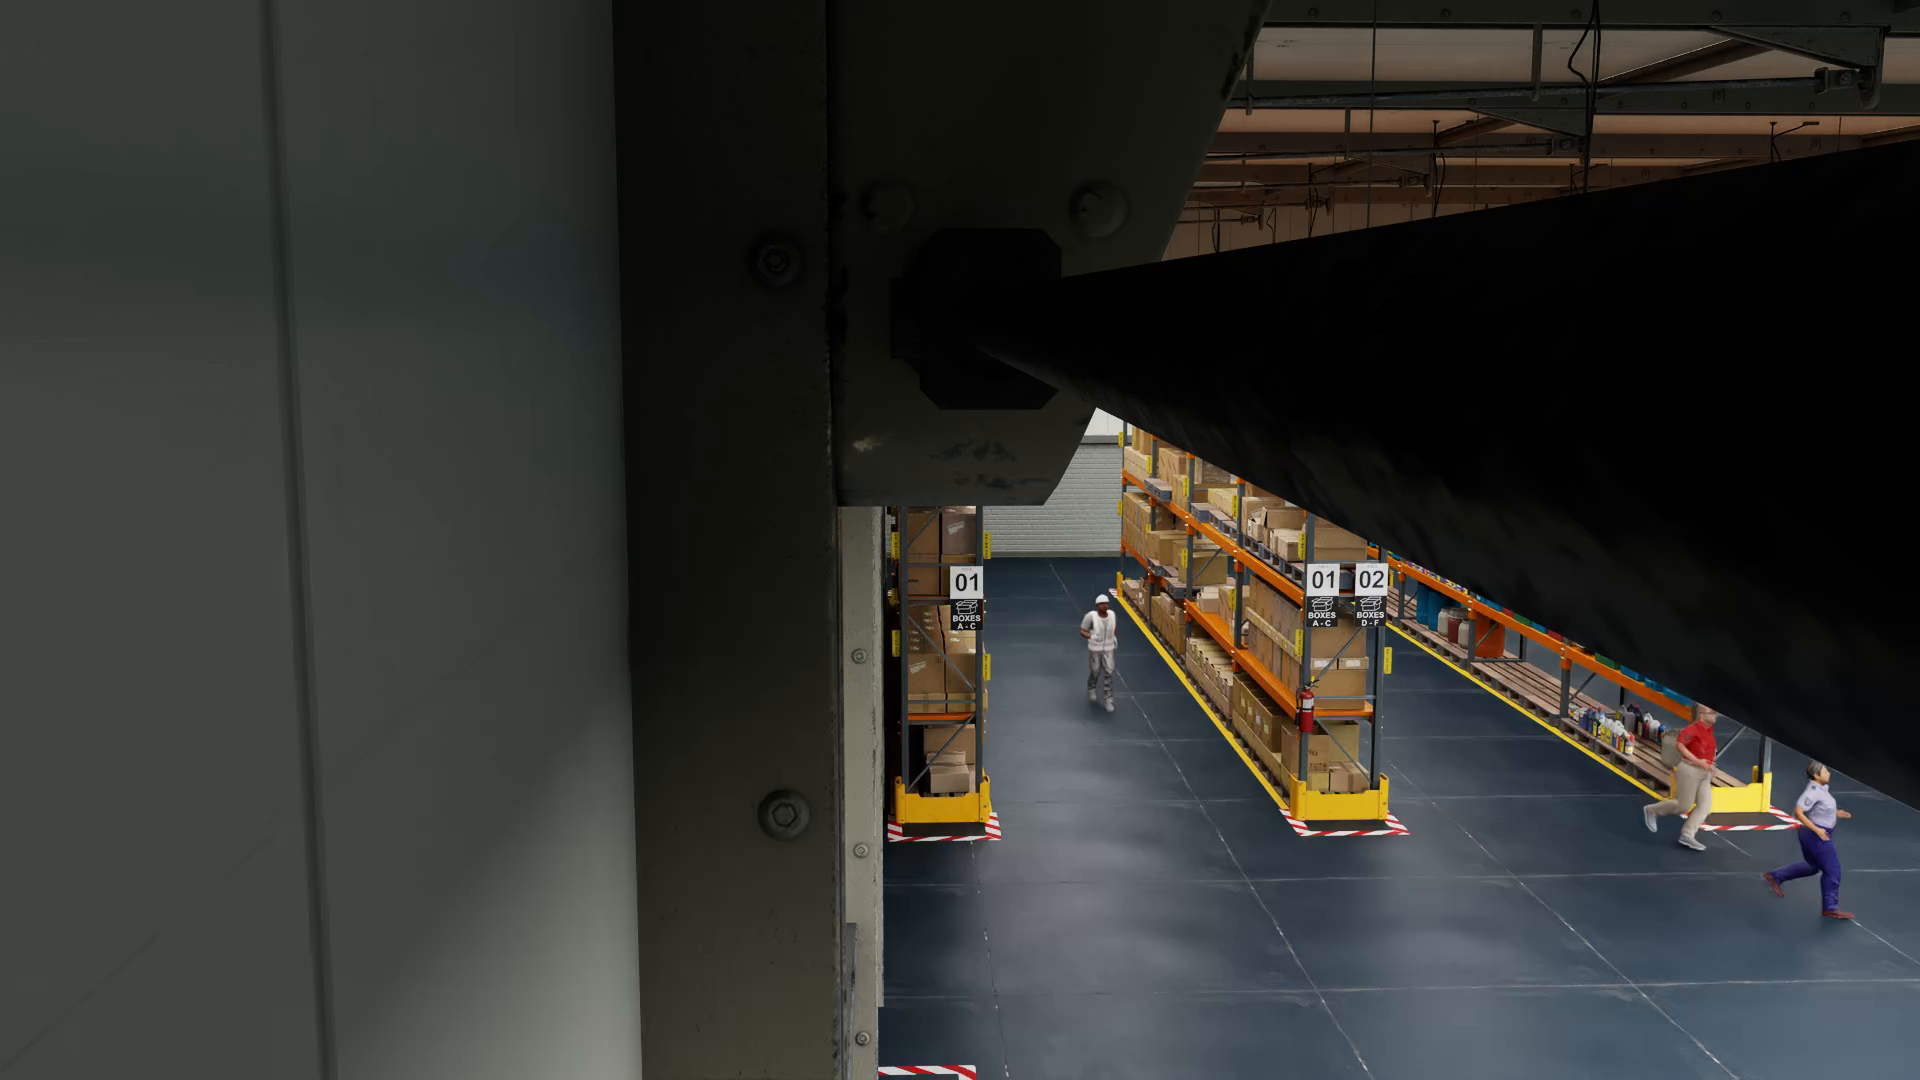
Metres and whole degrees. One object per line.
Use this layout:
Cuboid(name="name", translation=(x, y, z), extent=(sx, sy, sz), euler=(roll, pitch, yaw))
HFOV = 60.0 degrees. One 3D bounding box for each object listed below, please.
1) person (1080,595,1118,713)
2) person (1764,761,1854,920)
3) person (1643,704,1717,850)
Cuboid(name="person", translation=(2.214, 1.735, 26.310), extent=(0.667, 1.770, 0.894), euler=(-1, 8, -10))
Cuboid(name="person", translation=(8.908, 3.100, 17.360), extent=(0.850, 1.617, 0.619), euler=(4, 9, 26))
Cuboid(name="person", translation=(8.681, 2.759, 19.791), extent=(0.713, 1.661, 0.792), euler=(-6, 10, -35))
